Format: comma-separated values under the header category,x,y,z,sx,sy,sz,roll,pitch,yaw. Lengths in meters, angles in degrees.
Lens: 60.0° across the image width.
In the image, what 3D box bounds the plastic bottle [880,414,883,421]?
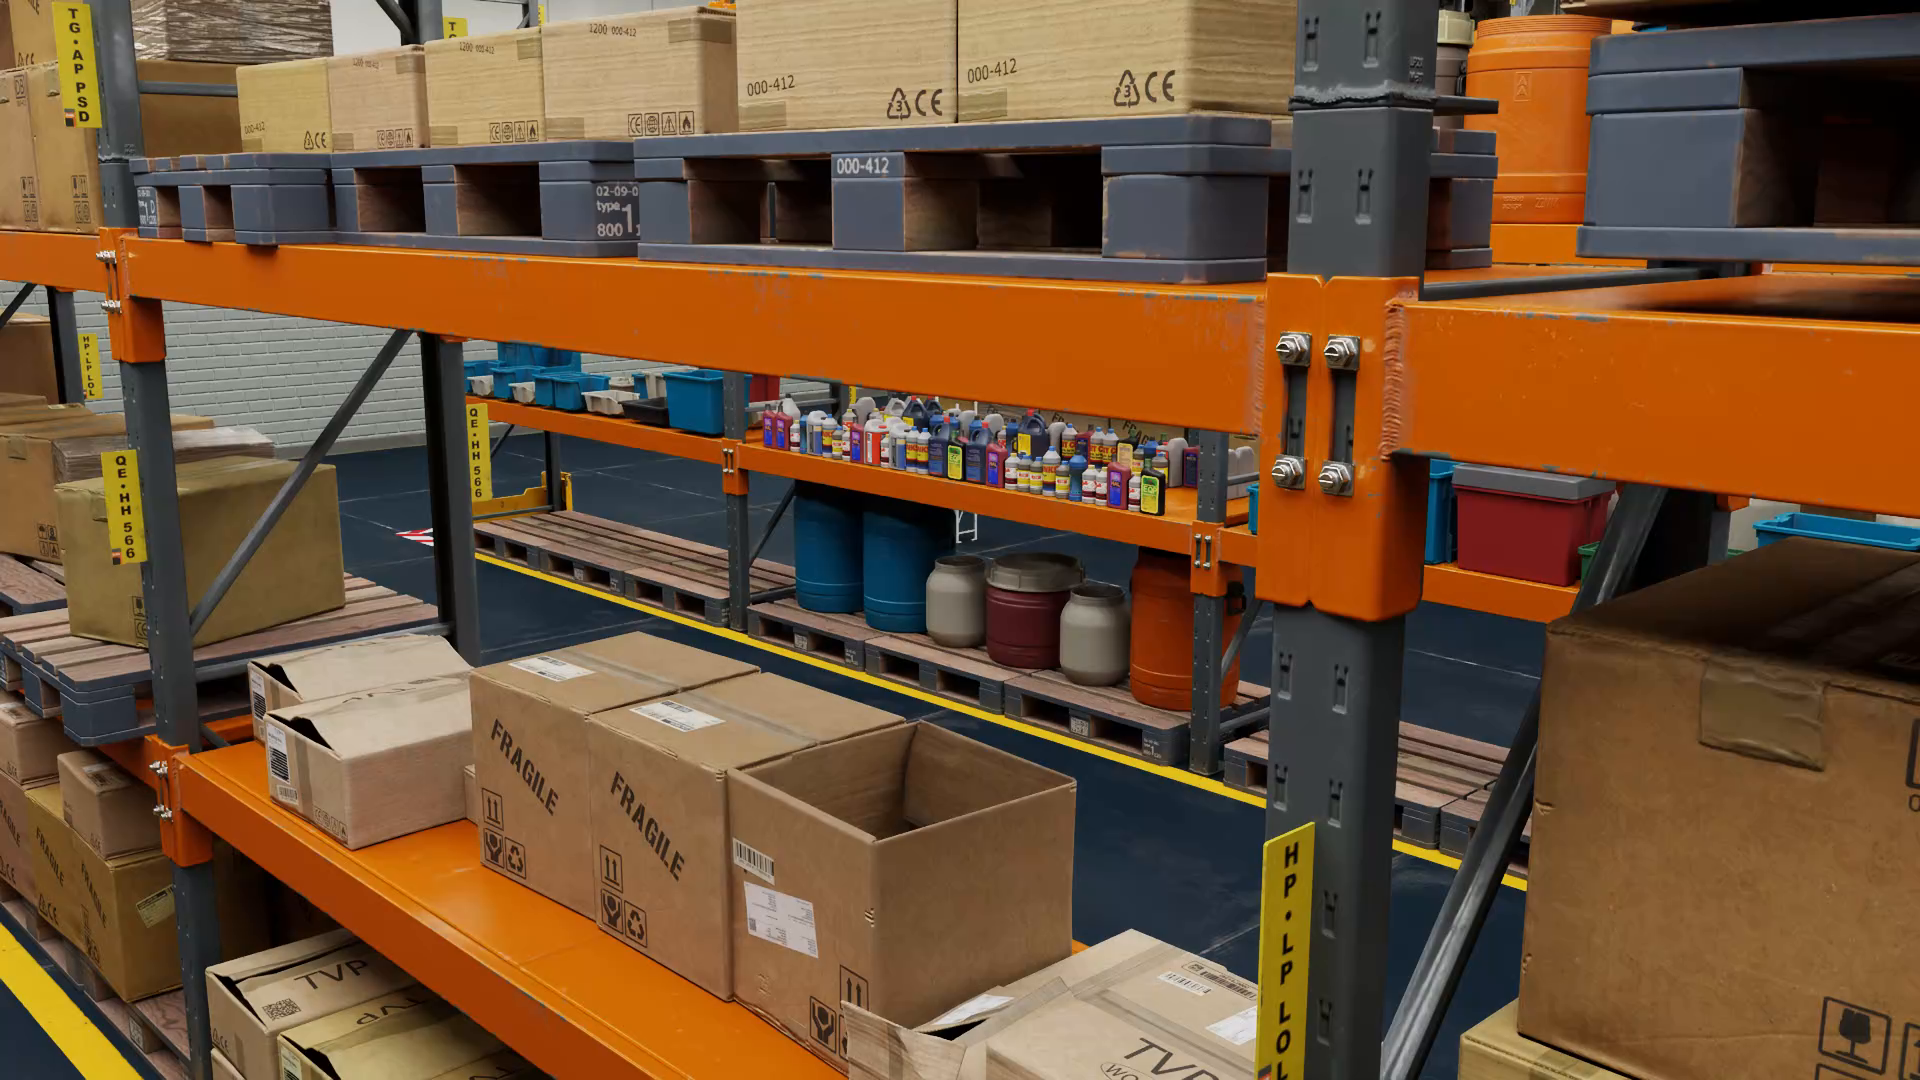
category,x,y,z,sx,sy,sz,roll,pitch,yaw
plastic bottle,-0.496,-0.732,11.022,0.097,0.201,0.097,0,12,0

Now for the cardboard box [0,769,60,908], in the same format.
category,x,y,z,sx,sy,sz,roll,pitch,yaw
cardboard box,-3.540,1.112,6.683,0.500,0.500,0.500,11,16,43

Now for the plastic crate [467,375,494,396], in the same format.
category,x,y,z,sx,sy,sz,roll,pitch,yaw
plastic crate,-3.846,-1.259,13.592,0.250,0.136,0.298,-11,16,-43

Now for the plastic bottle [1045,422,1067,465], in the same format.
category,x,y,z,sx,sy,sz,roll,pitch,yaw
plastic bottle,0.562,-0.581,10.105,0.152,0.276,0.135,-11,16,-43

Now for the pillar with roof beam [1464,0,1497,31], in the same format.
category,x,y,z,sx,sy,sz,roll,pitch,yaw
pillar with roof beam,6.074,-7.120,26.668,9.100,9.000,0.548,-11,16,-43

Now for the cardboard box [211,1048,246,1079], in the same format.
category,x,y,z,sx,sy,sz,roll,pitch,yaw
cardboard box,-1.851,1.617,4.903,0.500,0.250,0.500,-11,16,-43

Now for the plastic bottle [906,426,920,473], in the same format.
category,x,y,z,sx,sy,sz,roll,pitch,yaw
plastic bottle,-0.273,-0.542,9.925,0.097,0.271,0.097,0,12,0

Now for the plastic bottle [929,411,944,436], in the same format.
category,x,y,z,sx,sy,sz,roll,pitch,yaw
plastic bottle,-0.148,-0.692,10.658,0.097,0.271,0.097,0,12,0

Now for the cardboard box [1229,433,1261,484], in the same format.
category,x,y,z,sx,sy,sz,roll,pitch,yaw
cardboard box,2.861,-0.680,14.501,1.225,0.875,0.875,-11,16,-42

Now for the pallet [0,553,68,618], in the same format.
category,x,y,z,sx,sy,sz,roll,pitch,yaw
pallet,-3.346,0.169,6.631,1.003,0.211,1.213,-11,16,-43

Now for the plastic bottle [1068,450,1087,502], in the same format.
category,x,y,z,sx,sy,sz,roll,pitch,yaw
plastic bottle,0.637,-0.349,8.992,0.097,0.271,0.097,0,12,0

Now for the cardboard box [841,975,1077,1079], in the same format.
category,x,y,z,sx,sy,sz,roll,pitch,yaw
cardboard box,0.022,0.905,2.916,0.258,0.266,0.396,11,16,44

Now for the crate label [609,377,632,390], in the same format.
category,x,y,z,sx,sy,sz,roll,pitch,yaw
crate label,-2.846,-1.224,13.422,0.396,0.136,0.243,-11,16,-43

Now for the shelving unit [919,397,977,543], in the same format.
category,x,y,z,sx,sy,sz,roll,pitch,yaw
shelving unit,-0.114,-0.612,14.408,0.258,1.200,0.503,-11,16,-43

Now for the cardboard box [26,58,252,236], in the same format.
category,x,y,z,sx,sy,sz,roll,pitch,yaw
cardboard box,-2.326,-1.219,5.211,0.910,0.500,0.500,-11,16,-43

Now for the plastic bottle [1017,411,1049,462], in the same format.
category,x,y,z,sx,sy,sz,roll,pitch,yaw
plastic bottle,0.438,-0.601,10.015,0.144,0.351,0.185,-11,16,-43

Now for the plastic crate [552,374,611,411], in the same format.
category,x,y,z,sx,sy,sz,roll,pitch,yaw
plastic crate,-2.891,-1.128,12.720,0.416,0.233,0.300,-11,16,-43

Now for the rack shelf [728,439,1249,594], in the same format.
category,x,y,z,sx,sy,sz,roll,pitch,yaw
rack shelf,0.204,-0.271,10.075,1.077,0.370,4.000,-11,16,-43

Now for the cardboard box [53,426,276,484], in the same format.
category,x,y,z,sx,sy,sz,roll,pitch,yaw
cardboard box,-3.010,-0.132,6.332,0.700,0.500,0.500,-7,14,-32

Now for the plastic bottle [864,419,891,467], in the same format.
category,x,y,z,sx,sy,sz,roll,pitch,yaw
plastic bottle,-0.494,-0.598,10.190,0.152,0.276,0.135,-11,16,-43

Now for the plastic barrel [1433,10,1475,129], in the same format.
category,x,y,z,sx,sy,sz,roll,pitch,yaw
plastic barrel,1.995,-1.896,7.503,0.600,0.901,0.600,0,12,0

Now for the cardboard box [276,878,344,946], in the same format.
category,x,y,z,sx,sy,sz,roll,pitch,yaw
cardboard box,-2.108,1.261,5.961,0.500,0.500,0.500,-10,15,-40

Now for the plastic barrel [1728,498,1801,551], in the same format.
category,x,y,z,sx,sy,sz,roll,pitch,yaw
plastic barrel,3.339,-0.091,7.084,0.433,0.535,0.433,0,12,0

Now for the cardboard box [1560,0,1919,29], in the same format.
category,x,y,z,sx,sy,sz,roll,pitch,yaw
cardboard box,0.919,-0.740,1.500,0.500,0.500,0.500,-9,15,-38

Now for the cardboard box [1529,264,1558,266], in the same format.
category,x,y,z,sx,sy,sz,roll,pitch,yaw
cardboard box,8.004,-3.778,22.588,0.500,0.500,0.500,-11,16,-42

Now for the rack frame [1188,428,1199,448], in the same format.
category,x,y,z,sx,sy,sz,roll,pitch,yaw
rack frame,2.405,-1.605,14.769,1.000,3.000,0.127,-11,16,-43

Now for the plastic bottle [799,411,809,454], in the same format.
category,x,y,z,sx,sy,sz,roll,pitch,yaw
plastic bottle,-0.980,-0.691,10.651,0.097,0.271,0.097,0,12,0

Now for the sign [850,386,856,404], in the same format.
category,x,y,z,sx,sy,sz,roll,pitch,yaw
sign,-0.778,-1.127,11.762,0.100,0.325,0.005,-11,16,-43

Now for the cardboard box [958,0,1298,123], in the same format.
category,x,y,z,sx,sy,sz,roll,pitch,yaw
cardboard box,0.344,-0.750,2.517,0.500,0.250,0.500,-9,15,-37

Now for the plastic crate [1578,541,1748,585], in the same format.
category,x,y,z,sx,sy,sz,roll,pitch,yaw
plastic crate,2.941,0.142,6.816,0.450,0.188,0.662,-11,16,-43

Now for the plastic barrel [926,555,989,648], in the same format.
category,x,y,z,sx,sy,sz,roll,pitch,yaw
plastic barrel,0.000,0.378,10.268,0.421,0.512,0.421,0,12,0

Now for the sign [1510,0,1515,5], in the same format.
category,x,y,z,sx,sy,sz,roll,pitch,yaw
sign,5.657,-5.643,16.990,0.100,0.325,0.005,-11,16,-43

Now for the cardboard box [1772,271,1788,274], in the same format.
category,x,y,z,sx,sy,sz,roll,pitch,yaw
cardboard box,10.040,-3.350,20.513,0.500,0.500,0.500,-11,16,-43

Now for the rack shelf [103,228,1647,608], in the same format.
category,x,y,z,sx,sy,sz,roll,pitch,yaw
rack shelf,-0.619,-0.466,3.591,1.077,0.370,4.000,-11,16,-43

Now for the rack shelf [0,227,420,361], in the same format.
category,x,y,z,sx,sy,sz,roll,pitch,yaw
rack shelf,-3.381,-1.050,6.424,1.077,0.370,4.000,-11,16,-43

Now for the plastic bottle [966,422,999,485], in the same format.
category,x,y,z,sx,sy,sz,roll,pitch,yaw
plastic bottle,0.128,-0.502,9.539,0.144,0.351,0.185,-11,16,-43

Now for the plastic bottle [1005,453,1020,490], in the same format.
category,x,y,z,sx,sy,sz,roll,pitch,yaw
plastic bottle,0.301,-0.386,9.344,0.097,0.201,0.097,0,12,0

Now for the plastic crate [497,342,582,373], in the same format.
category,x,y,z,sx,sy,sz,roll,pitch,yaw
plastic crate,-3.573,-1.523,14.132,0.616,0.435,0.499,-11,16,-43

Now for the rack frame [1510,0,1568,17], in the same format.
category,x,y,z,sx,sy,sz,roll,pitch,yaw
rack frame,6.062,-5.220,17.447,1.000,3.000,0.127,-11,16,-43

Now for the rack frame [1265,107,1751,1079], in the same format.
category,x,y,z,sx,sy,sz,roll,pitch,yaw
rack frame,0.762,0.942,2.404,1.000,3.000,0.127,-11,16,-43

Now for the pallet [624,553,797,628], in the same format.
category,x,y,z,sx,sy,sz,roll,pitch,yaw
pallet,-1.713,0.349,12.195,1.003,0.211,1.213,-11,16,-43

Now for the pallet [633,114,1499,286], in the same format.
category,x,y,z,sx,sy,sz,roll,pitch,yaw
pallet,0.144,-0.560,2.737,1.217,0.209,0.805,11,16,43

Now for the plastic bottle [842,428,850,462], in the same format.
category,x,y,z,sx,sy,sz,roll,pitch,yaw
plastic bottle,-0.686,-0.594,10.355,0.097,0.201,0.097,0,12,0

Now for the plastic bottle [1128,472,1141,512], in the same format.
category,x,y,z,sx,sy,sz,roll,pitch,yaw
plastic bottle,0.931,-0.253,8.697,0.097,0.201,0.097,0,12,0

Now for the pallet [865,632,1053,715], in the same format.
category,x,y,z,sx,sy,sz,roll,pitch,yaw
pallet,0.172,0.747,10.261,1.003,0.211,1.213,-11,16,-43

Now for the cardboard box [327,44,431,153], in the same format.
category,x,y,z,sx,sy,sz,roll,pitch,yaw
cardboard box,-1.271,-1.110,4.265,0.500,0.250,0.500,-10,16,-41

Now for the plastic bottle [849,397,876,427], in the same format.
category,x,y,z,sx,sy,sz,roll,pitch,yaw
plastic bottle,-0.671,-0.842,11.371,0.152,0.276,0.135,-11,16,-43

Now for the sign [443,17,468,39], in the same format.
category,x,y,z,sx,sy,sz,roll,pitch,yaw
sign,-1.593,-1.479,5.244,0.100,0.325,0.005,-11,16,-43

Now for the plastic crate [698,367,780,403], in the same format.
category,x,y,z,sx,sy,sz,roll,pitch,yaw
plastic crate,-1.612,-1.141,12.208,0.402,0.464,0.583,-11,16,-43

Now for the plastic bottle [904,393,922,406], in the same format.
category,x,y,z,sx,sy,sz,roll,pitch,yaw
plastic bottle,-0.306,-0.802,10.994,0.144,0.351,0.185,-11,16,-43

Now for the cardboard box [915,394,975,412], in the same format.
category,x,y,z,sx,sy,sz,roll,pitch,yaw
cardboard box,0.142,-1.272,17.375,0.875,0.875,0.875,-11,16,-43

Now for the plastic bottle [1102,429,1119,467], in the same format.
category,x,y,z,sx,sy,sz,roll,pitch,yaw
plastic bottle,0.889,-0.518,9.810,0.097,0.271,0.097,0,12,0

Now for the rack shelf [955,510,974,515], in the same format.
category,x,y,z,sx,sy,sz,roll,pitch,yaw
rack shelf,-0.114,-0.314,14.469,0.258,0.148,0.480,-11,16,-43

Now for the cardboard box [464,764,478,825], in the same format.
category,x,y,z,sx,sy,sz,roll,pitch,yaw
cardboard box,-1.079,0.660,4.398,0.380,0.149,0.250,-9,15,-38

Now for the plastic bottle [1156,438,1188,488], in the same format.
category,x,y,z,sx,sy,sz,roll,pitch,yaw
plastic bottle,1.201,-0.446,9.451,0.152,0.276,0.135,-11,16,-43

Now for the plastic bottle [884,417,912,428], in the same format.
category,x,y,z,sx,sy,sz,roll,pitch,yaw
plastic bottle,-0.384,-0.620,10.293,0.152,0.276,0.135,-11,16,-43

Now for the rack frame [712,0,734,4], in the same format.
category,x,y,z,sx,sy,sz,roll,pitch,yaw
rack frame,-1.177,-3.853,10.813,1.000,3.000,0.127,-11,16,-43

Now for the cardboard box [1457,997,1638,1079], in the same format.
category,x,y,z,sx,sy,sz,roll,pitch,yaw
cardboard box,0.808,0.642,2.007,0.380,0.149,0.250,-11,16,-43

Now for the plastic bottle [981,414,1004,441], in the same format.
category,x,y,z,sx,sy,sz,roll,pitch,yaw
plastic bottle,0.182,-0.661,10.495,0.152,0.276,0.135,-11,16,-43
